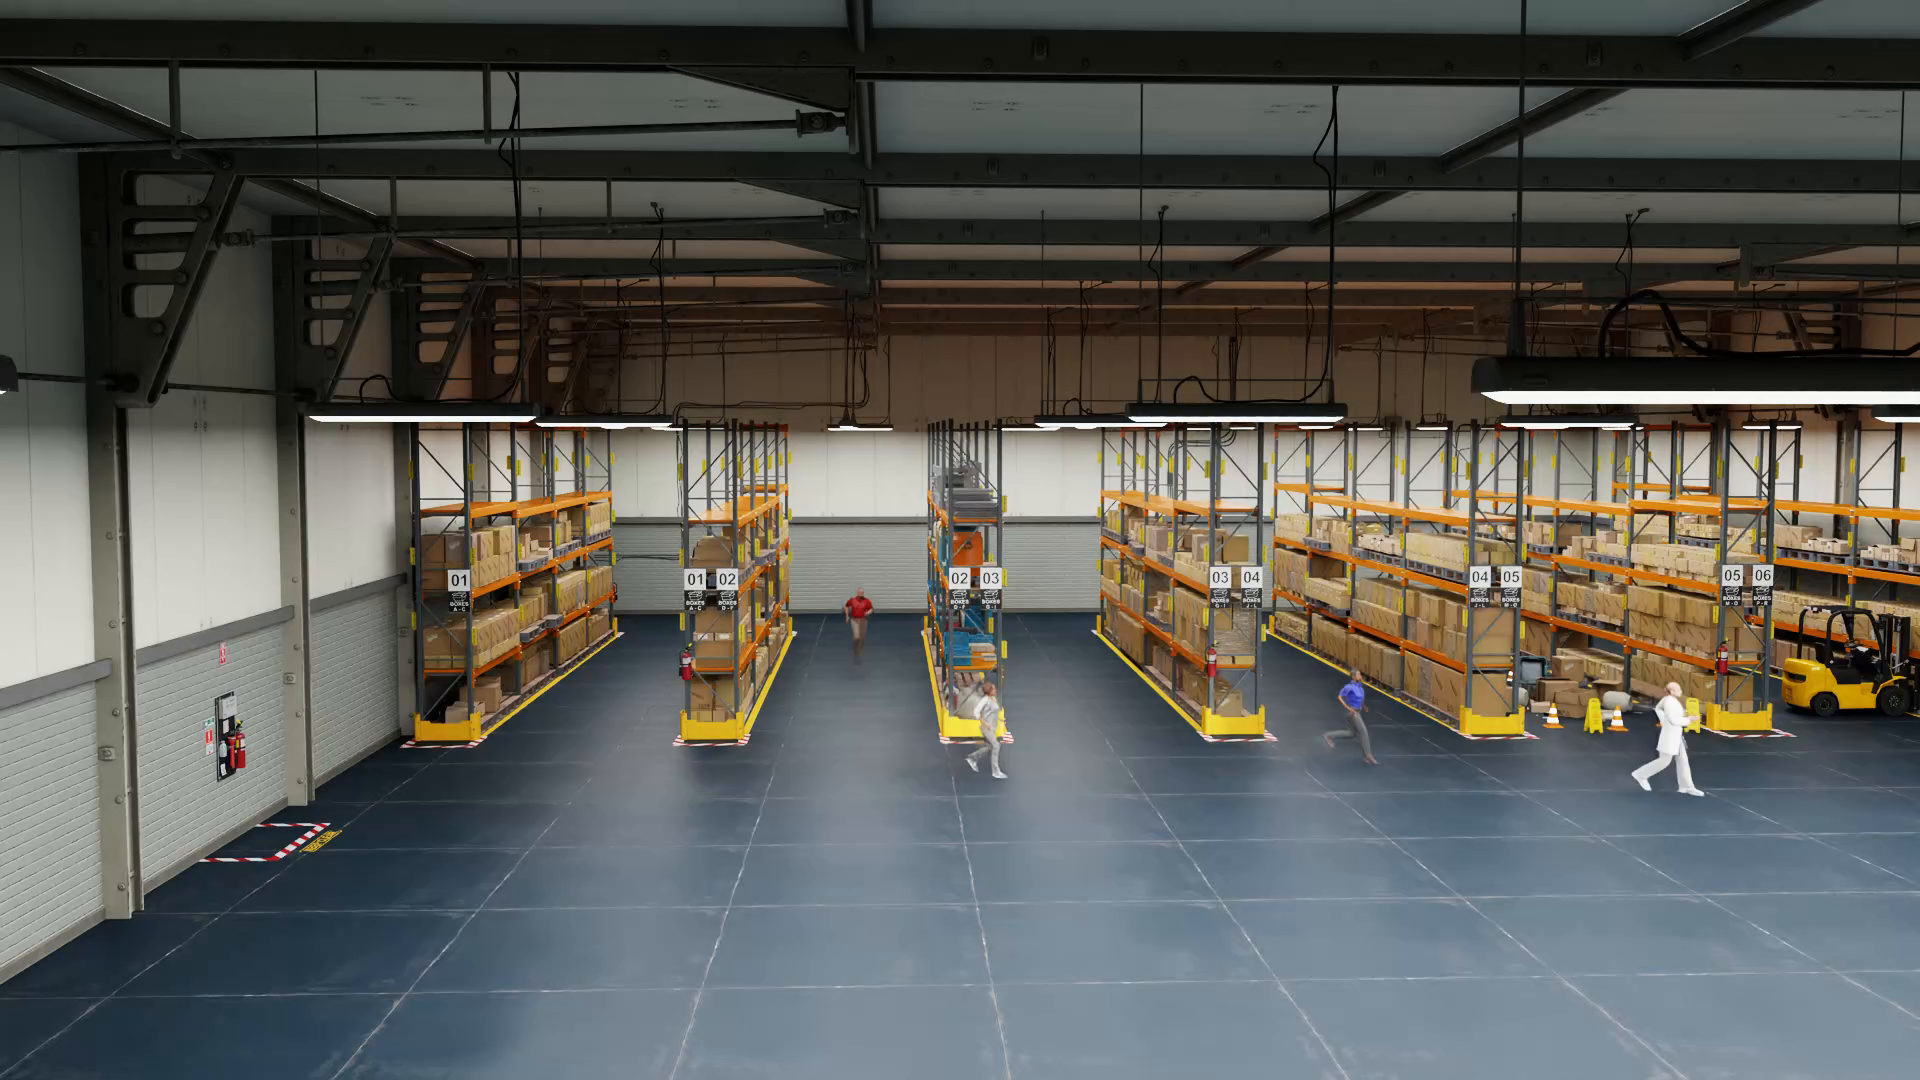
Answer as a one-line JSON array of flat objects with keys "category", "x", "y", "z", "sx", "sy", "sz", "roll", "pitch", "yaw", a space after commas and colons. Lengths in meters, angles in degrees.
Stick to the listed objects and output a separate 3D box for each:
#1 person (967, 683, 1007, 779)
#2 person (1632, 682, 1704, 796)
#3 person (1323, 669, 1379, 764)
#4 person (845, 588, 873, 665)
[{"category": "person", "x": 0.440, "y": 3.202, "z": 27.659, "sx": 0.750, "sy": 1.493, "sz": 0.558, "roll": 2, "pitch": 4, "yaw": 23}, {"category": "person", "x": 11.191, "y": 3.119, "z": 26.237, "sx": 1.060, "sy": 1.764, "sz": 0.703, "roll": 2, "pitch": 4, "yaw": 29}, {"category": "person", "x": 6.851, "y": 3.075, "z": 29.056, "sx": 1.012, "sy": 1.660, "sz": 0.545, "roll": 2, "pitch": 4, "yaw": 28}, {"category": "person", "x": -2.400, "y": 2.059, "z": 39.851, "sx": 0.627, "sy": 1.837, "sz": 0.805, "roll": -1, "pitch": 4, "yaw": -16}]
